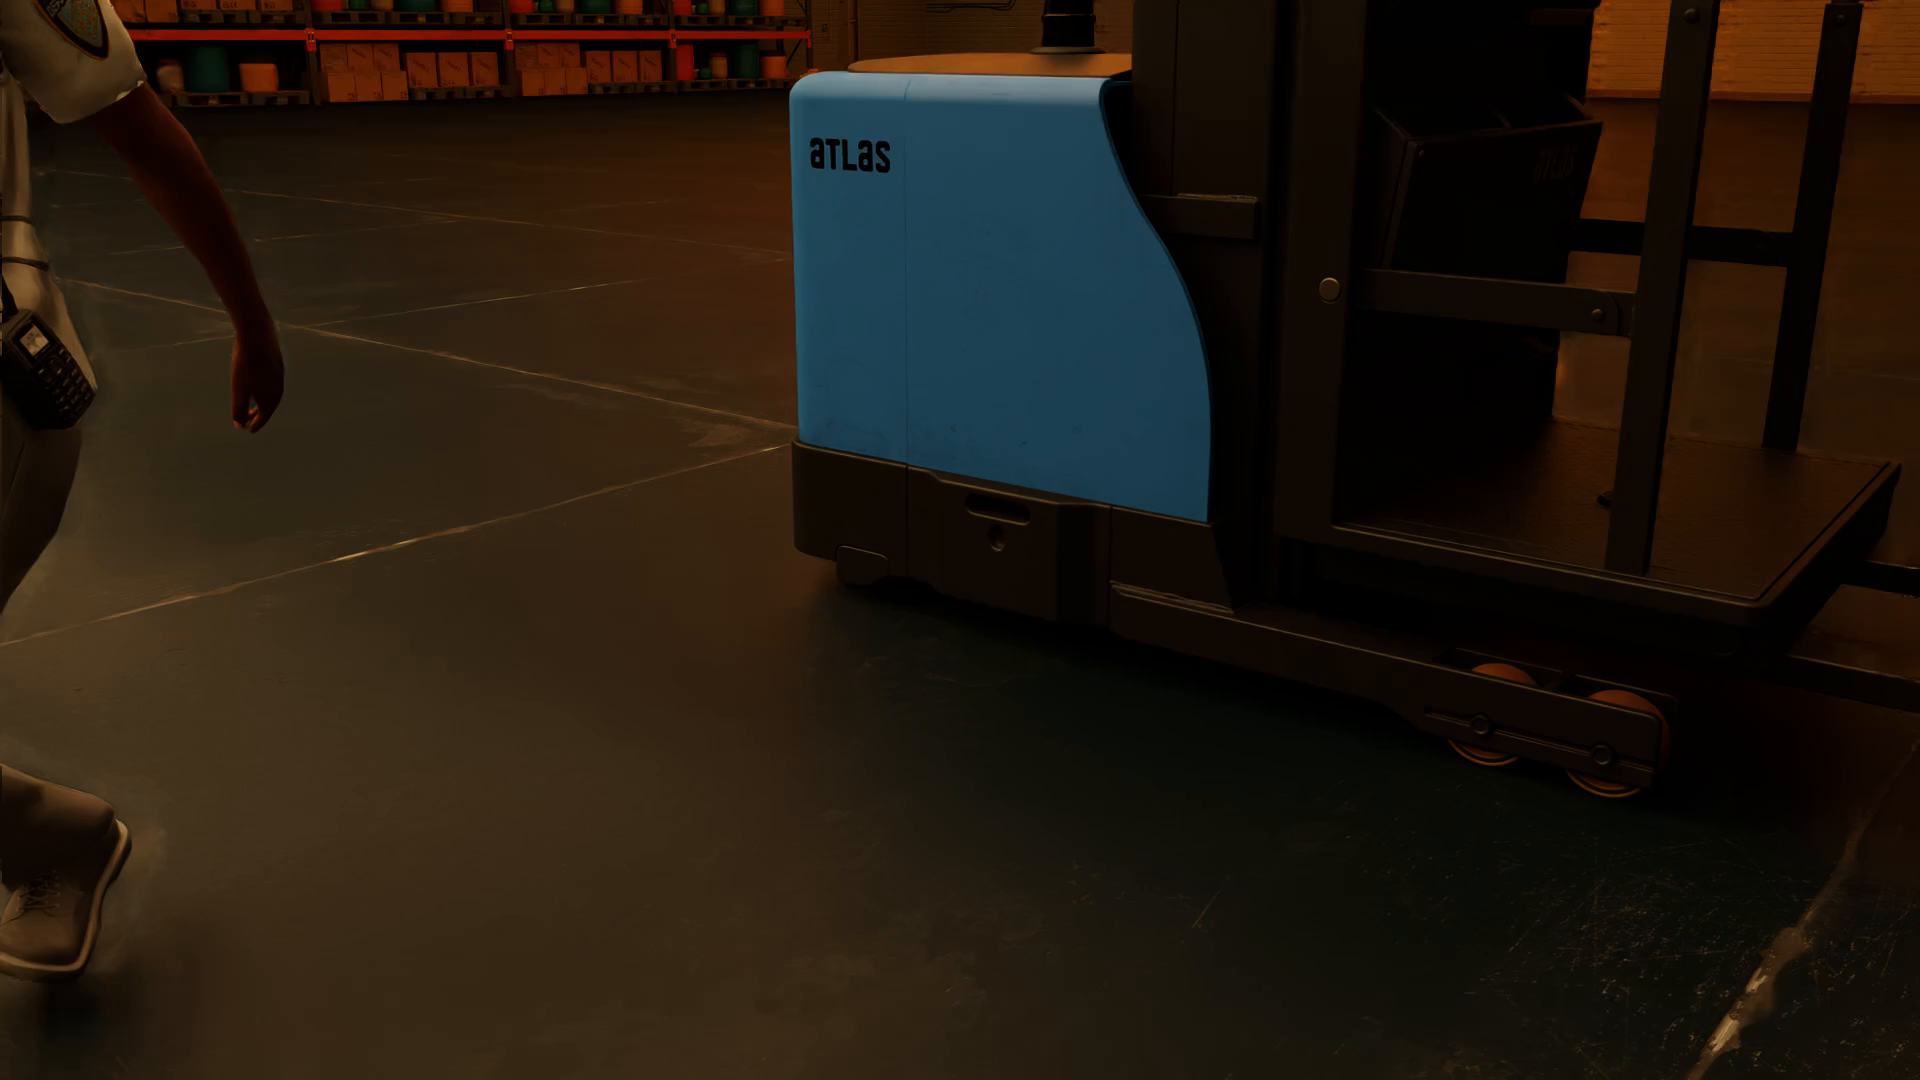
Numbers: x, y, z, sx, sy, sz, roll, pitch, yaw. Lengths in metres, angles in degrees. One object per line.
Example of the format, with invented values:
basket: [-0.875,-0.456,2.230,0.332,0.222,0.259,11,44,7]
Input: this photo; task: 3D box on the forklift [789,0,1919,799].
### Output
forklift: [1.112,-1.172,2.756,3.031,2.935,1.130,13,21,36]

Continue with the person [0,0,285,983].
person: [-1.086,-0.119,1.678,0.493,1.583,0.821,2,17,5]
